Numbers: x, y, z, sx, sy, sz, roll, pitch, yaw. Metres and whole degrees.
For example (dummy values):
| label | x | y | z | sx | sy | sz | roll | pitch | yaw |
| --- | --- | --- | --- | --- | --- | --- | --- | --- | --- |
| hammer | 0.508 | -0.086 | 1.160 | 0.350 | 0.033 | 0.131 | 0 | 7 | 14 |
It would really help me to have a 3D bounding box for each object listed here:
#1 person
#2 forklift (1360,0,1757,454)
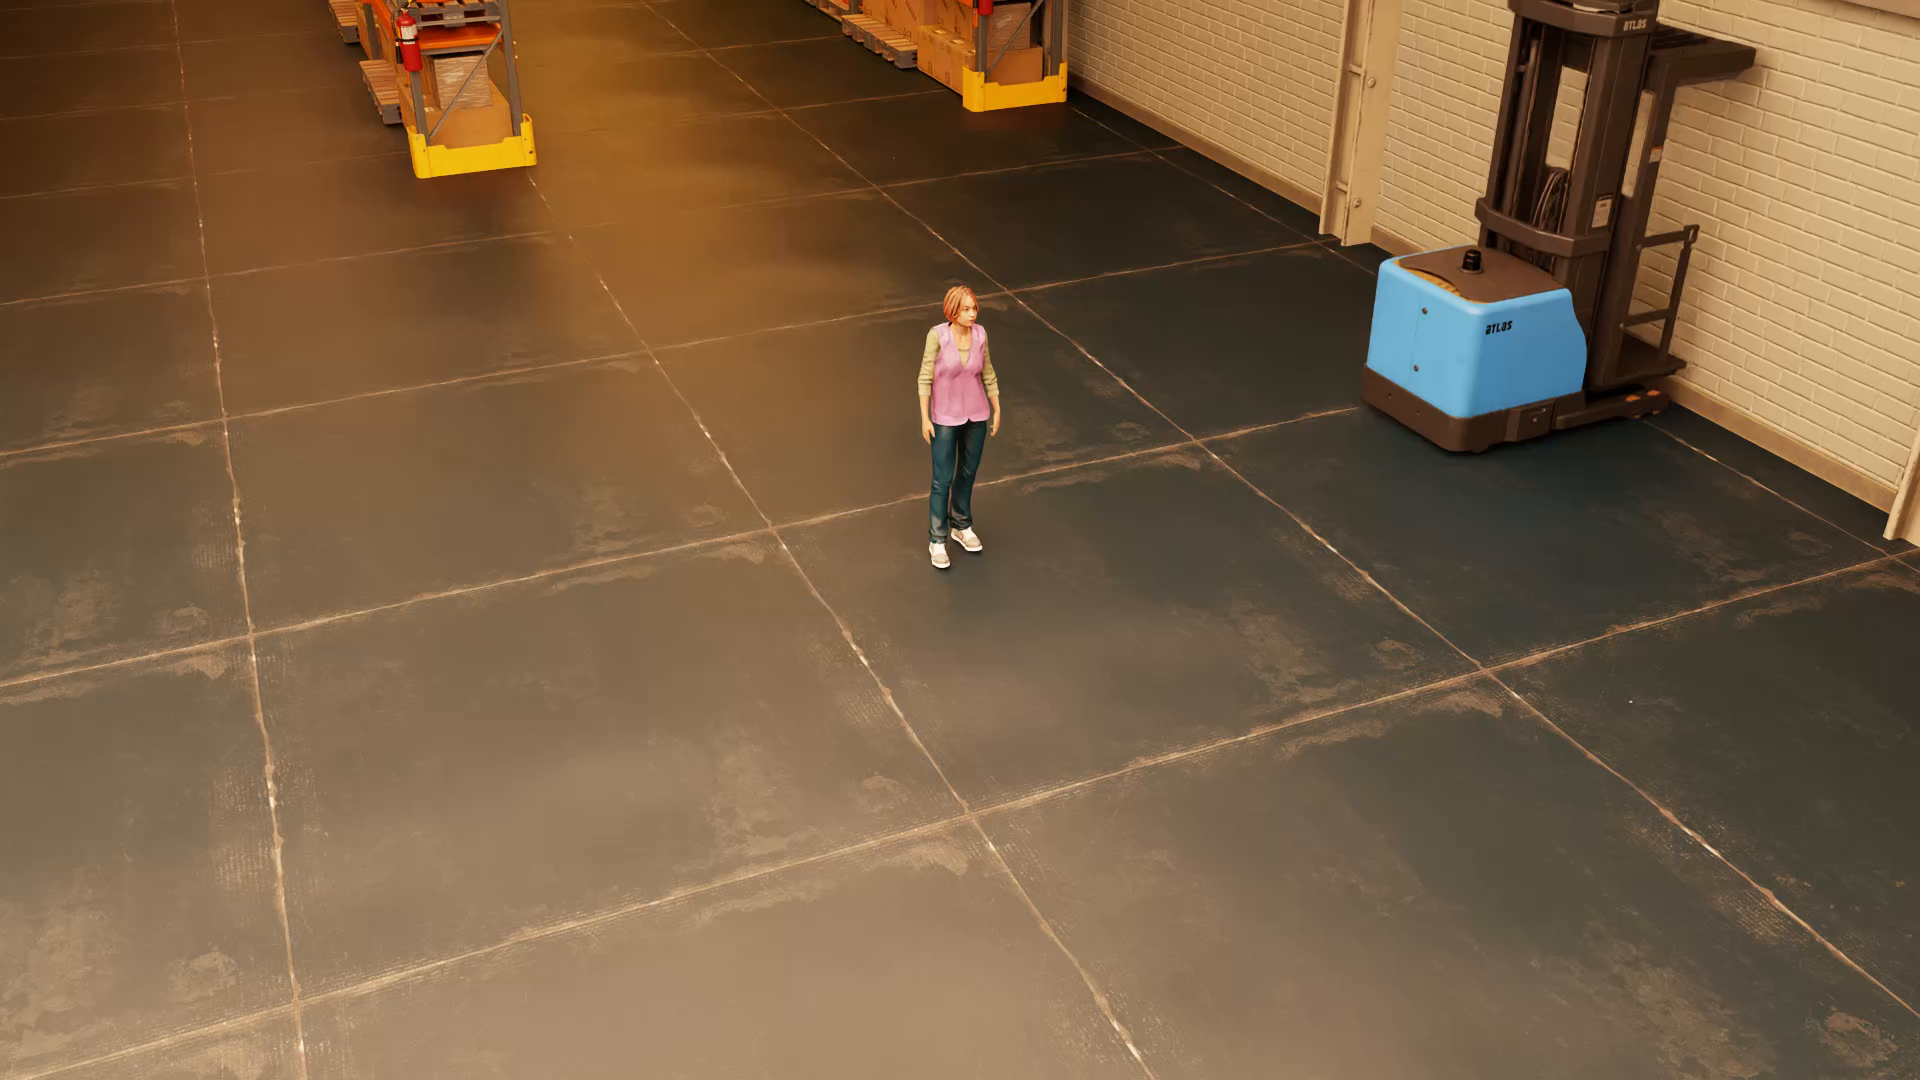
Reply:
| label | x | y | z | sx | sy | sz | roll | pitch | yaw |
| --- | --- | --- | --- | --- | --- | --- | --- | --- | --- |
| person | 0.017 | -0.663 | 9.608 | 0.520 | 1.599 | 0.473 | -12 | 32 | -20 |
| forklift | 4.373 | -2.330 | 11.195 | 3.031 | 2.935 | 1.130 | -13 | 32 | -22 |
